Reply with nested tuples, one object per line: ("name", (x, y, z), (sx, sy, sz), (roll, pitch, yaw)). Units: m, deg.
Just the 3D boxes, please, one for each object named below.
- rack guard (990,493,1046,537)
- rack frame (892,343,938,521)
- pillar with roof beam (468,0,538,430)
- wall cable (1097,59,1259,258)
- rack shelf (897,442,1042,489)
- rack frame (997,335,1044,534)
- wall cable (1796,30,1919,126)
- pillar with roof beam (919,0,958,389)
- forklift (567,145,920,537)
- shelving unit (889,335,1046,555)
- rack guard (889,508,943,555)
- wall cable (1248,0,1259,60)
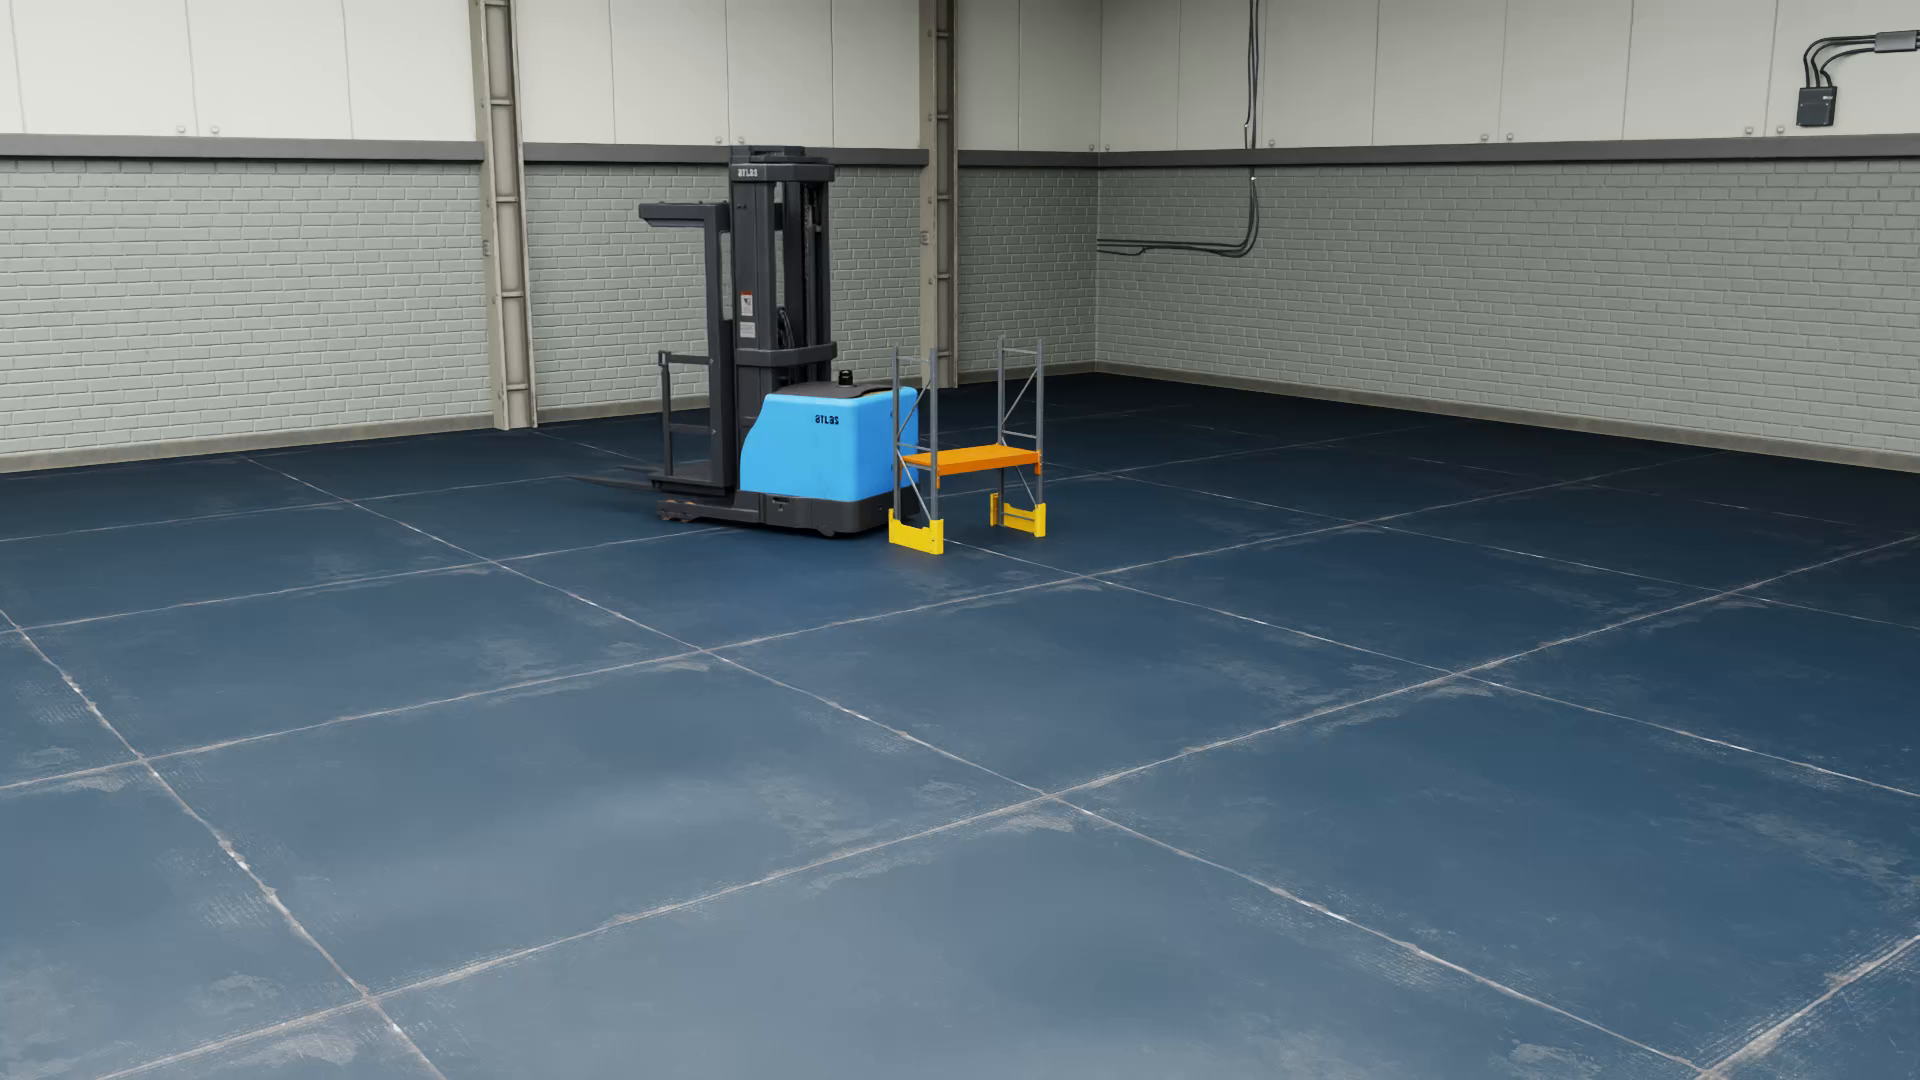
("rack guard", (0.448, -0.197, 12.954), (0.087, 0.250, 0.587), (-9, 15, -38))
("rack frame", (-0.330, -0.679, 12.214), (0.032, 1.500, 0.500), (-9, 15, -38))
("pillar with roof beam", (-2.273, -4.964, 14.343), (0.400, 9.000, 9.100), (-9, 15, -38))
("wall cable", (2.850, -5.090, 22.410), (0.112, 2.526, 3.097), (-9, 15, -38))
("rack shelf", (0.067, -0.569, 12.562), (1.000, 0.185, 0.538), (-9, 15, -38))
("rack frame", (0.464, -0.811, 12.836), (0.032, 1.500, 0.500), (-9, 15, -38))
("wall cable", (8.768, -6.731, 14.473), (0.169, 6.003, 2.305), (-9, 15, -38))
("pillar with roof beam", (2.413, -5.743, 18.009), (0.400, 9.000, 9.100), (-9, 15, -38))
("forklift", (-1.854, -1.659, 13.384), (3.031, 2.935, 1.130), (7, 14, 29))
("shelving unit", (0.060, -0.744, 12.520), (1.083, 1.500, 0.587), (-9, 15, -38))
("rack guard", (-0.329, -0.068, 12.345), (0.087, 0.250, 0.587), (-9, 15, -38))
("wall cable", (4.540, -7.122, 19.819), (0.112, 2.526, 3.097), (-9, 15, -38))
